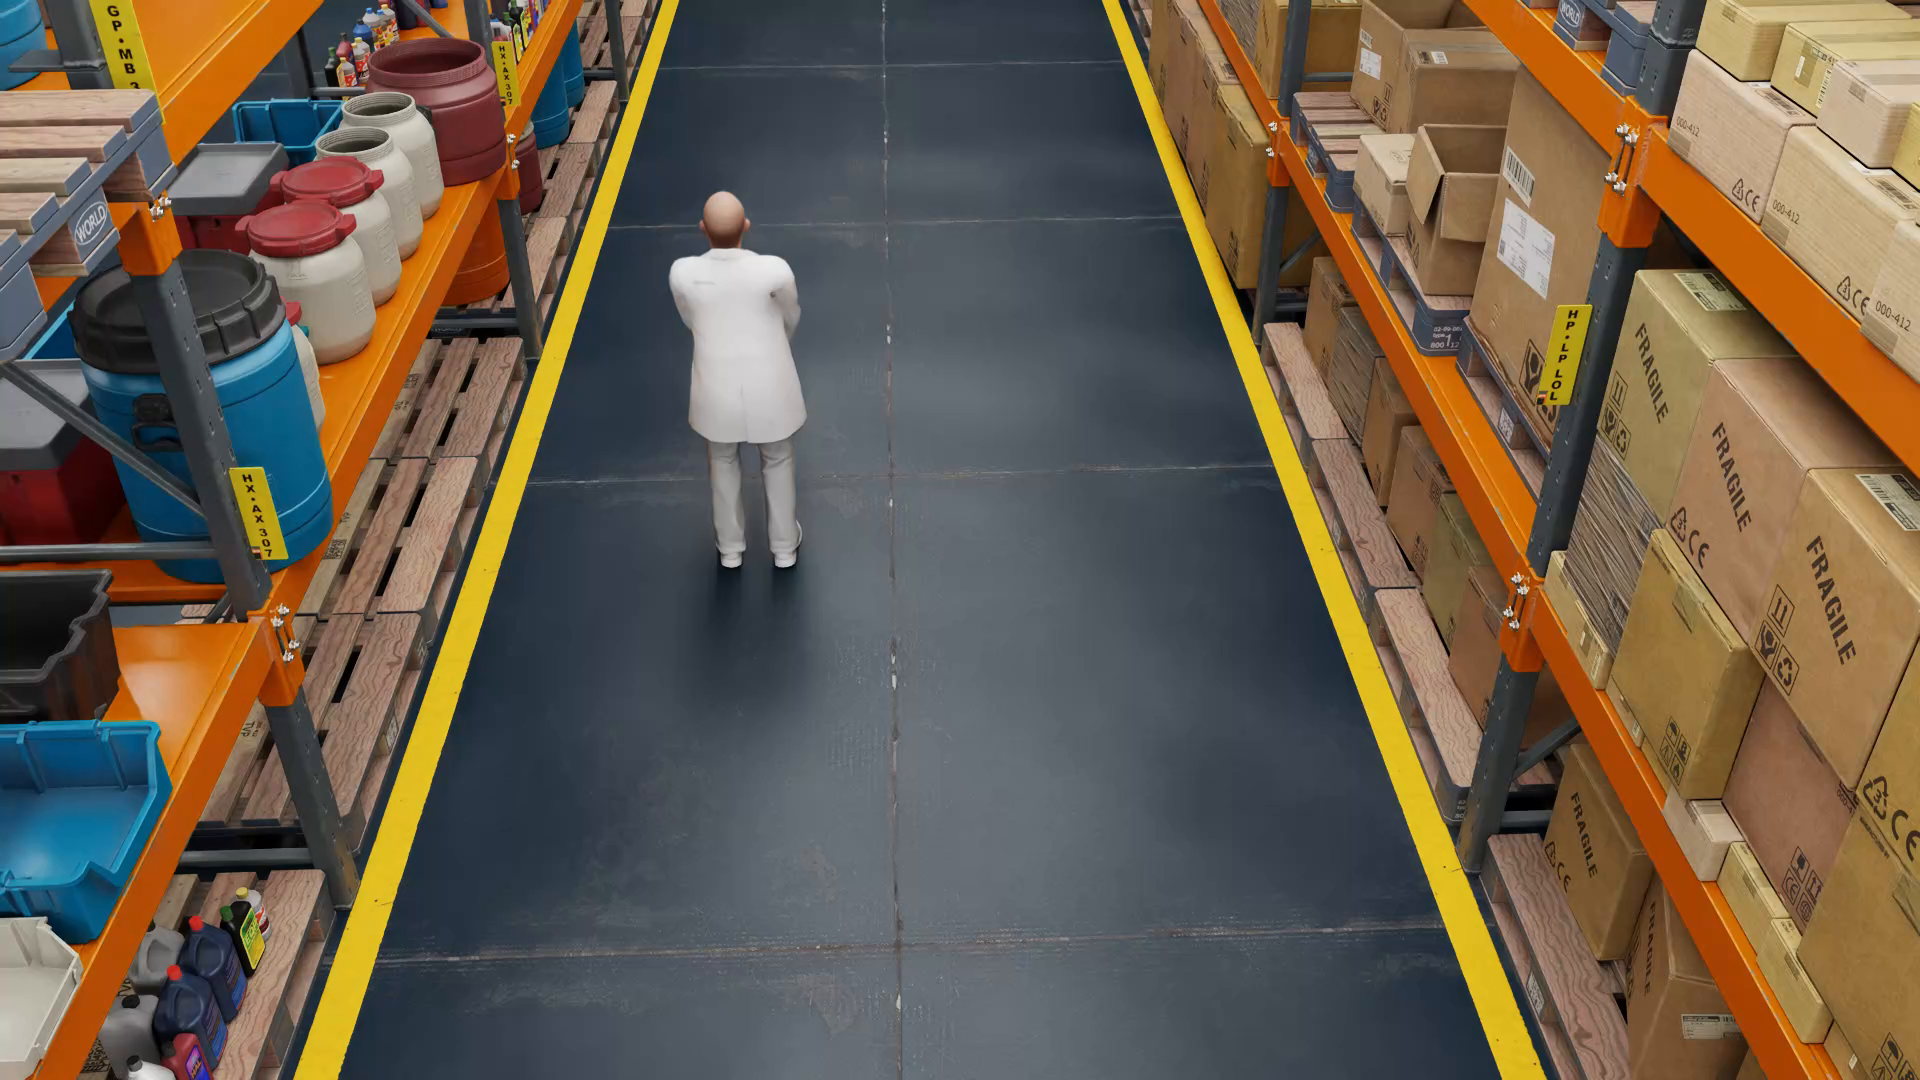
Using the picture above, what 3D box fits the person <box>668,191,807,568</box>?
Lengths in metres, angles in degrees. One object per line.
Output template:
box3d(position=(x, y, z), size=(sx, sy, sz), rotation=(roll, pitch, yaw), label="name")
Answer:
box3d(position=(-0.934, -0.732, 7.216), size=(0.528, 1.775, 0.548), rotation=(-1, 35, -1), label="person")
